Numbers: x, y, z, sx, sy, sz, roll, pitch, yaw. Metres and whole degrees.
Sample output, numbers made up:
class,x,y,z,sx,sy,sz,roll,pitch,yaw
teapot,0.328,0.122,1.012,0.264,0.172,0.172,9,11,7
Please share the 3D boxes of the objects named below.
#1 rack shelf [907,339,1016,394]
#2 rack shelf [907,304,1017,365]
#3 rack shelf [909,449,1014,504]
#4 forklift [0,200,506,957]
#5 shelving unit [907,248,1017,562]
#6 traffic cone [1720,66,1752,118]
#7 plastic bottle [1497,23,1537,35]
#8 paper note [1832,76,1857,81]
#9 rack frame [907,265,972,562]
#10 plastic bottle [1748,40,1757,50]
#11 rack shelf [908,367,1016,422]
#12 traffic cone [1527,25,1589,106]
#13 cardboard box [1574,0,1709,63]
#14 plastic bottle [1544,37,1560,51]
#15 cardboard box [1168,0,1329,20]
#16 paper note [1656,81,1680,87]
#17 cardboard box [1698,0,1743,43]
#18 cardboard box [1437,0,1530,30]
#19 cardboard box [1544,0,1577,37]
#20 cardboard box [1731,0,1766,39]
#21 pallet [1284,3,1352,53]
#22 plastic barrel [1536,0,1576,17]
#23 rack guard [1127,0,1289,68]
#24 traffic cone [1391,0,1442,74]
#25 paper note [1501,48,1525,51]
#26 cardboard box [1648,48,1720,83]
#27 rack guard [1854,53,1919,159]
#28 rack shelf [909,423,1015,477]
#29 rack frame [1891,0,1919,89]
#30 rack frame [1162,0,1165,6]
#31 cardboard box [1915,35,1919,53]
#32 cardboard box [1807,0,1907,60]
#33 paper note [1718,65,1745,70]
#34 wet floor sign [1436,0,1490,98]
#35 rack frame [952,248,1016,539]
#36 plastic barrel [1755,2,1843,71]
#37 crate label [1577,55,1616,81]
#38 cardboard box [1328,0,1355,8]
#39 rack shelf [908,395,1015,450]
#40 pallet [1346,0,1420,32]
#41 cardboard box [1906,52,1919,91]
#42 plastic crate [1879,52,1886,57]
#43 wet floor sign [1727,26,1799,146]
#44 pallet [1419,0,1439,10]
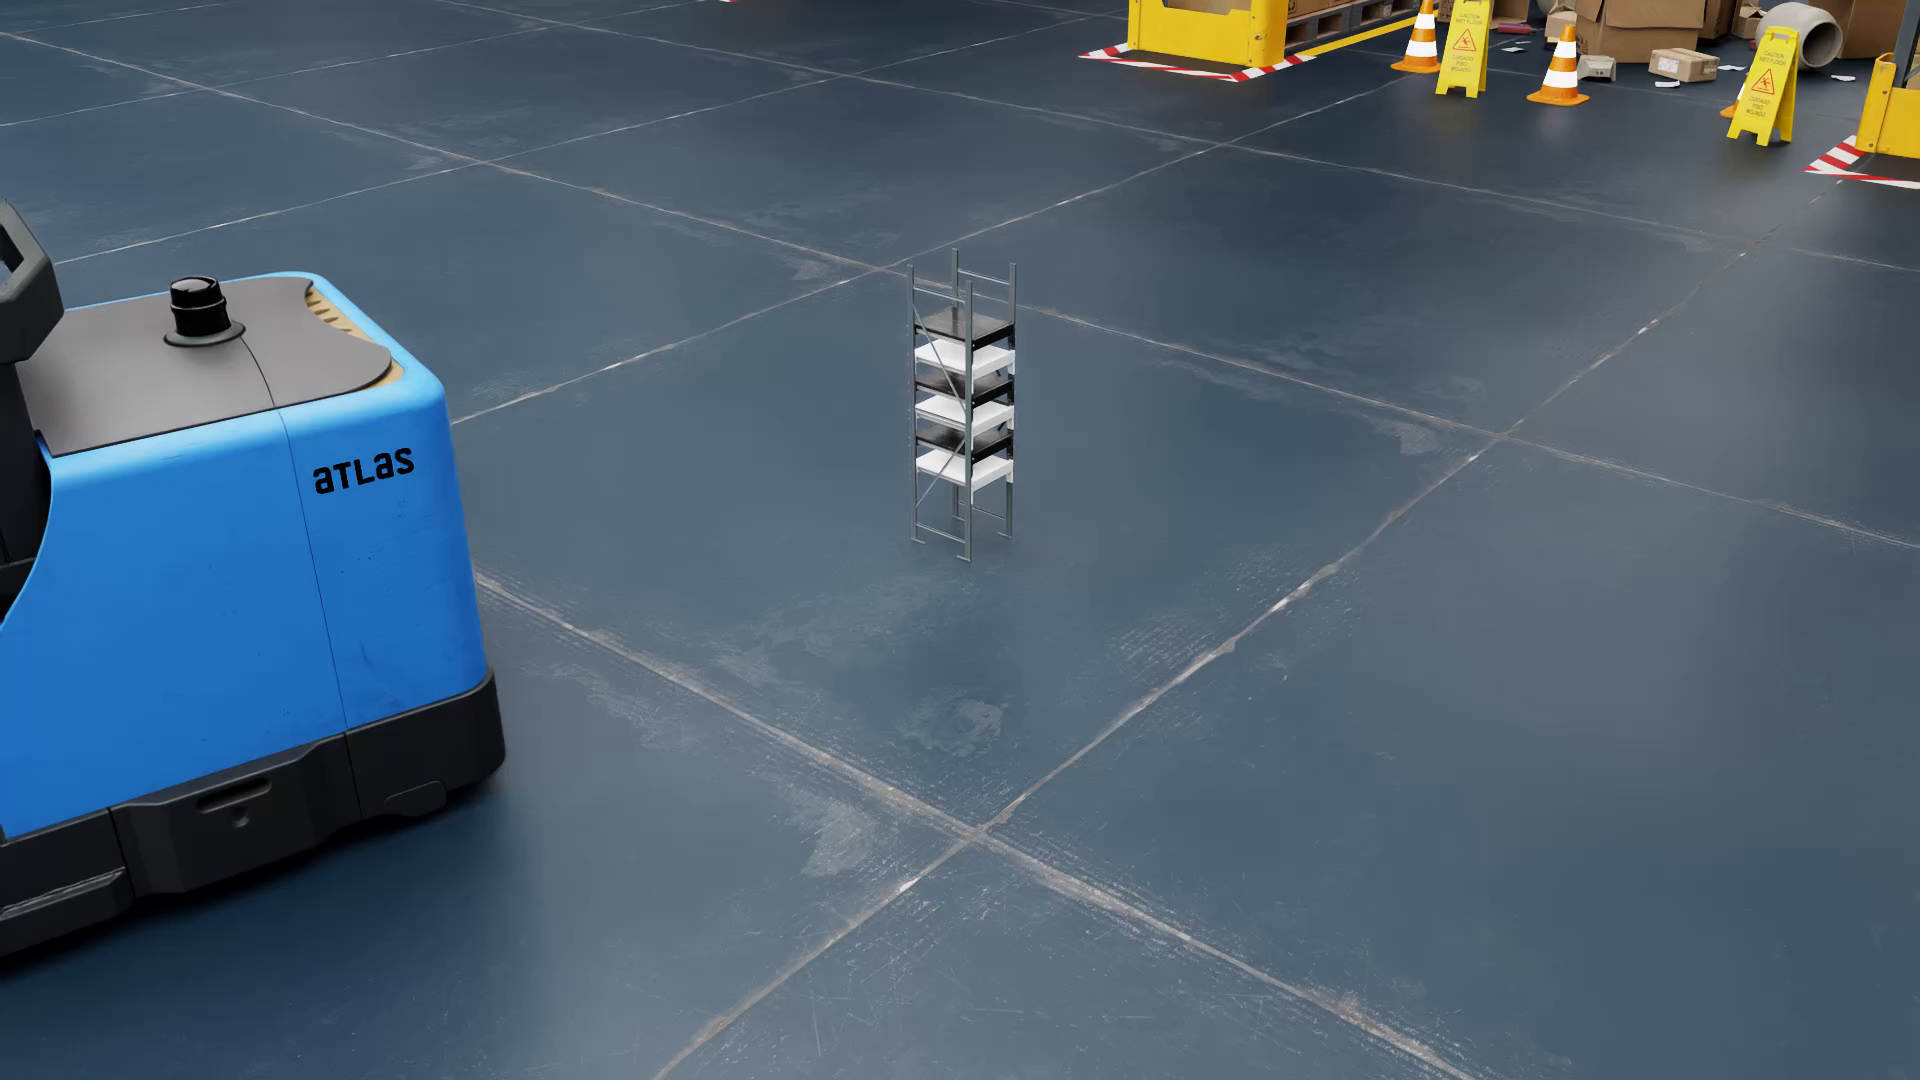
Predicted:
class,x,y,z,sx,sy,sz,roll,pitch,yaw
rack shelf,0.005,-0.533,4.981,0.258,0.077,0.200,21,34,34
rack shelf,0.005,-0.613,4.940,0.258,0.077,0.200,21,34,34
rack shelf,0.005,-0.213,5.147,0.258,0.077,0.200,21,34,34
forklift,-2.610,-0.487,3.001,3.031,2.935,1.130,-18,32,-31
shelving unit,0.005,-0.403,5.049,0.258,0.900,0.210,21,34,34
traffic cone,4.946,-2.858,10.270,0.336,0.463,0.334,21,34,34
plastic bottle,4.281,-3.925,12.770,0.283,0.061,0.133,9,29,17
paper note,6.008,-3.145,11.297,0.142,0.019,0.148,9,29,17
rack frame,-0.059,-0.367,4.979,0.240,0.900,0.006,21,34,34
plastic bottle,5.944,-3.659,12.256,0.283,0.061,0.133,-21,34,-35
rack shelf,0.005,-0.453,5.023,0.258,0.077,0.200,21,34,34
traffic cone,3.873,-3.061,10.664,0.336,0.463,0.334,21,34,34
cardboard box,4.832,-3.709,11.872,0.797,0.503,0.637,0,27,0
plastic bottle,4.387,-3.667,12.272,0.133,0.061,0.283,9,29,17
cardboard box,2.165,-4.368,12.285,0.875,0.875,0.875,21,34,35
paper note,4.733,-3.053,11.118,0.148,0.019,0.142,9,29,17
cardboard box,5.420,-4.103,12.486,0.797,0.637,0.503,21,34,34
cardboard box,4.133,-4.325,13.063,0.500,0.500,0.500,-21,34,-35
cardboard box,4.656,-3.922,12.542,0.258,0.266,0.396,-21,34,-35
cardboard box,6.038,-3.997,12.688,0.258,0.266,0.396,0,27,0
pallet,2.232,-3.934,12.624,1.003,0.211,1.213,21,34,34
plastic barrel,4.791,-4.289,13.080,0.421,0.421,0.512,-5,28,-9
rack guard,1.769,-3.747,11.949,1.175,0.500,0.348,21,34,34
traffic cone,3.218,-3.512,11.536,0.336,0.463,0.334,21,34,34
paper note,4.065,-3.591,12.161,0.142,0.017,0.144,-15,31,-27
cardboard box,4.943,-3.244,11.358,0.250,0.149,0.380,-10,29,-18
rack guard,5.716,-2.372,9.290,1.175,0.500,0.348,21,34,34
rack shelf,0.005,-0.293,5.105,0.258,0.077,0.200,21,34,34
rack frame,5.668,-3.455,8.664,1.000,3.000,0.127,21,34,34
rack frame,1.784,-4.866,11.391,1.000,3.000,0.127,21,34,34
cardboard box,5.976,-3.114,9.723,0.500,0.500,0.500,21,34,35
cardboard box,6.481,-3.782,12.013,0.500,0.500,0.500,-5,28,-9
paper note,5.389,-3.305,11.619,0.142,0.019,0.148,-15,31,-27
wet floor sign,3.294,-3.231,10.794,0.267,0.644,0.232,15,31,26
rack frame,0.070,-0.439,5.118,0.240,0.900,0.006,21,34,34
plastic barrel,5.814,-3.485,11.527,0.421,0.421,0.512,-5,28,-9
crate label,4.326,-3.214,11.313,0.250,0.136,0.298,4,28,8
cardboard box,2.723,-4.681,12.889,0.875,0.875,0.875,20,34,34
rack shelf,0.005,-0.373,5.064,0.258,0.077,0.200,21,34,34
pallet,3.009,-4.364,13.456,1.003,0.211,1.213,21,34,34
cardboard box,5.990,-2.794,9.922,0.500,0.250,0.500,21,34,34
plastic crate,6.581,-3.259,11.463,0.402,0.080,0.583,9,29,17
wet floor sign,4.722,-2.655,9.679,0.232,0.644,0.267,-15,31,-27
pallet,3.784,-4.799,14.296,1.003,0.211,1.213,21,34,34
